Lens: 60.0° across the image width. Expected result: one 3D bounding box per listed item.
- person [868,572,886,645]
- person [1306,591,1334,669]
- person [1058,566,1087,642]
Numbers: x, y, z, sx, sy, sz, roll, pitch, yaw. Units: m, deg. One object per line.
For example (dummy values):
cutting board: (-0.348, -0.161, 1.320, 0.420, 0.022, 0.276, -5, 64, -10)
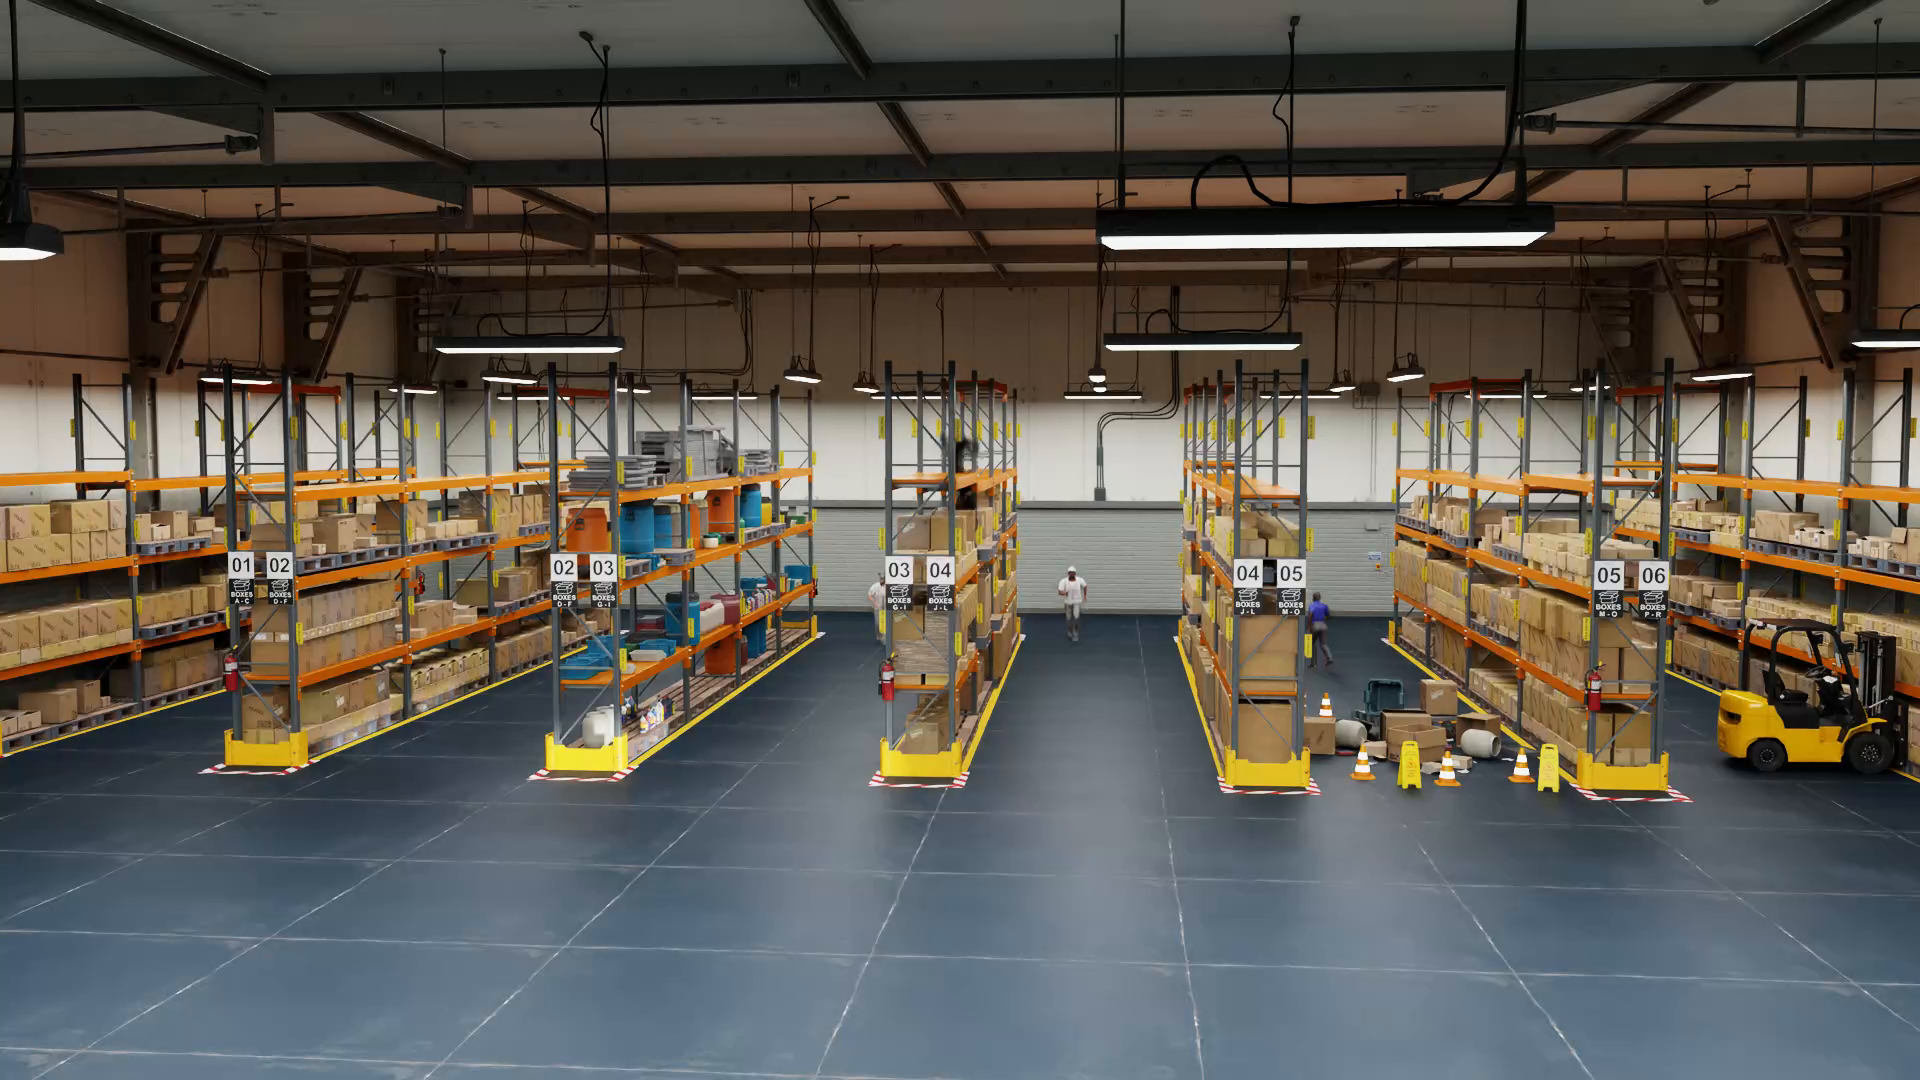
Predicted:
person: (-1.820, 1.592, 38.977, 0.666, 1.726, 0.767, 0, 4, -5)
person: (7.561, 1.906, 34.873, 0.566, 1.625, 0.882, -1, 4, -13)
person: (2.672, 1.528, 39.518, 0.671, 1.811, 0.827, 0, 4, 6)
